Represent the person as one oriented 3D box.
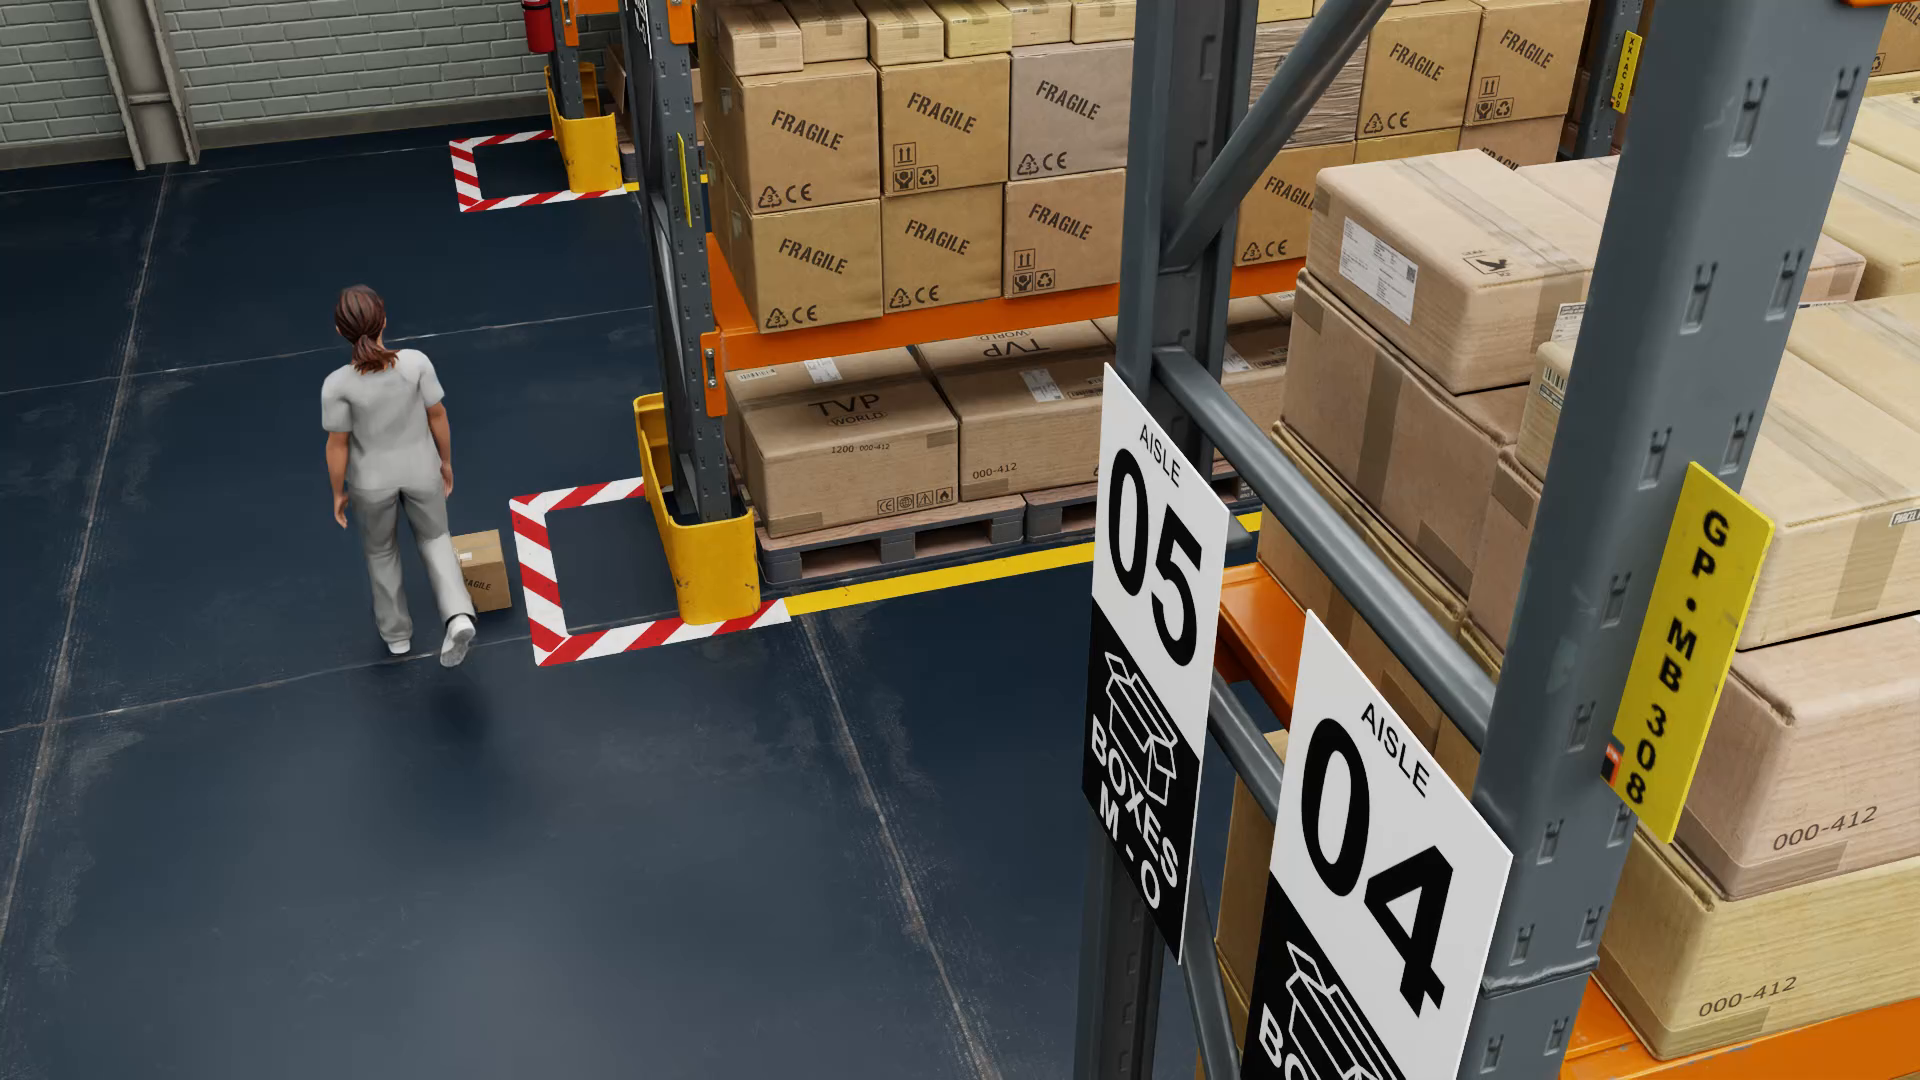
[{"bbox_3d":[-2.193,-0.219,6.467,0.490,1.655,0.699,-17,37,-23],"label":"person"}]
